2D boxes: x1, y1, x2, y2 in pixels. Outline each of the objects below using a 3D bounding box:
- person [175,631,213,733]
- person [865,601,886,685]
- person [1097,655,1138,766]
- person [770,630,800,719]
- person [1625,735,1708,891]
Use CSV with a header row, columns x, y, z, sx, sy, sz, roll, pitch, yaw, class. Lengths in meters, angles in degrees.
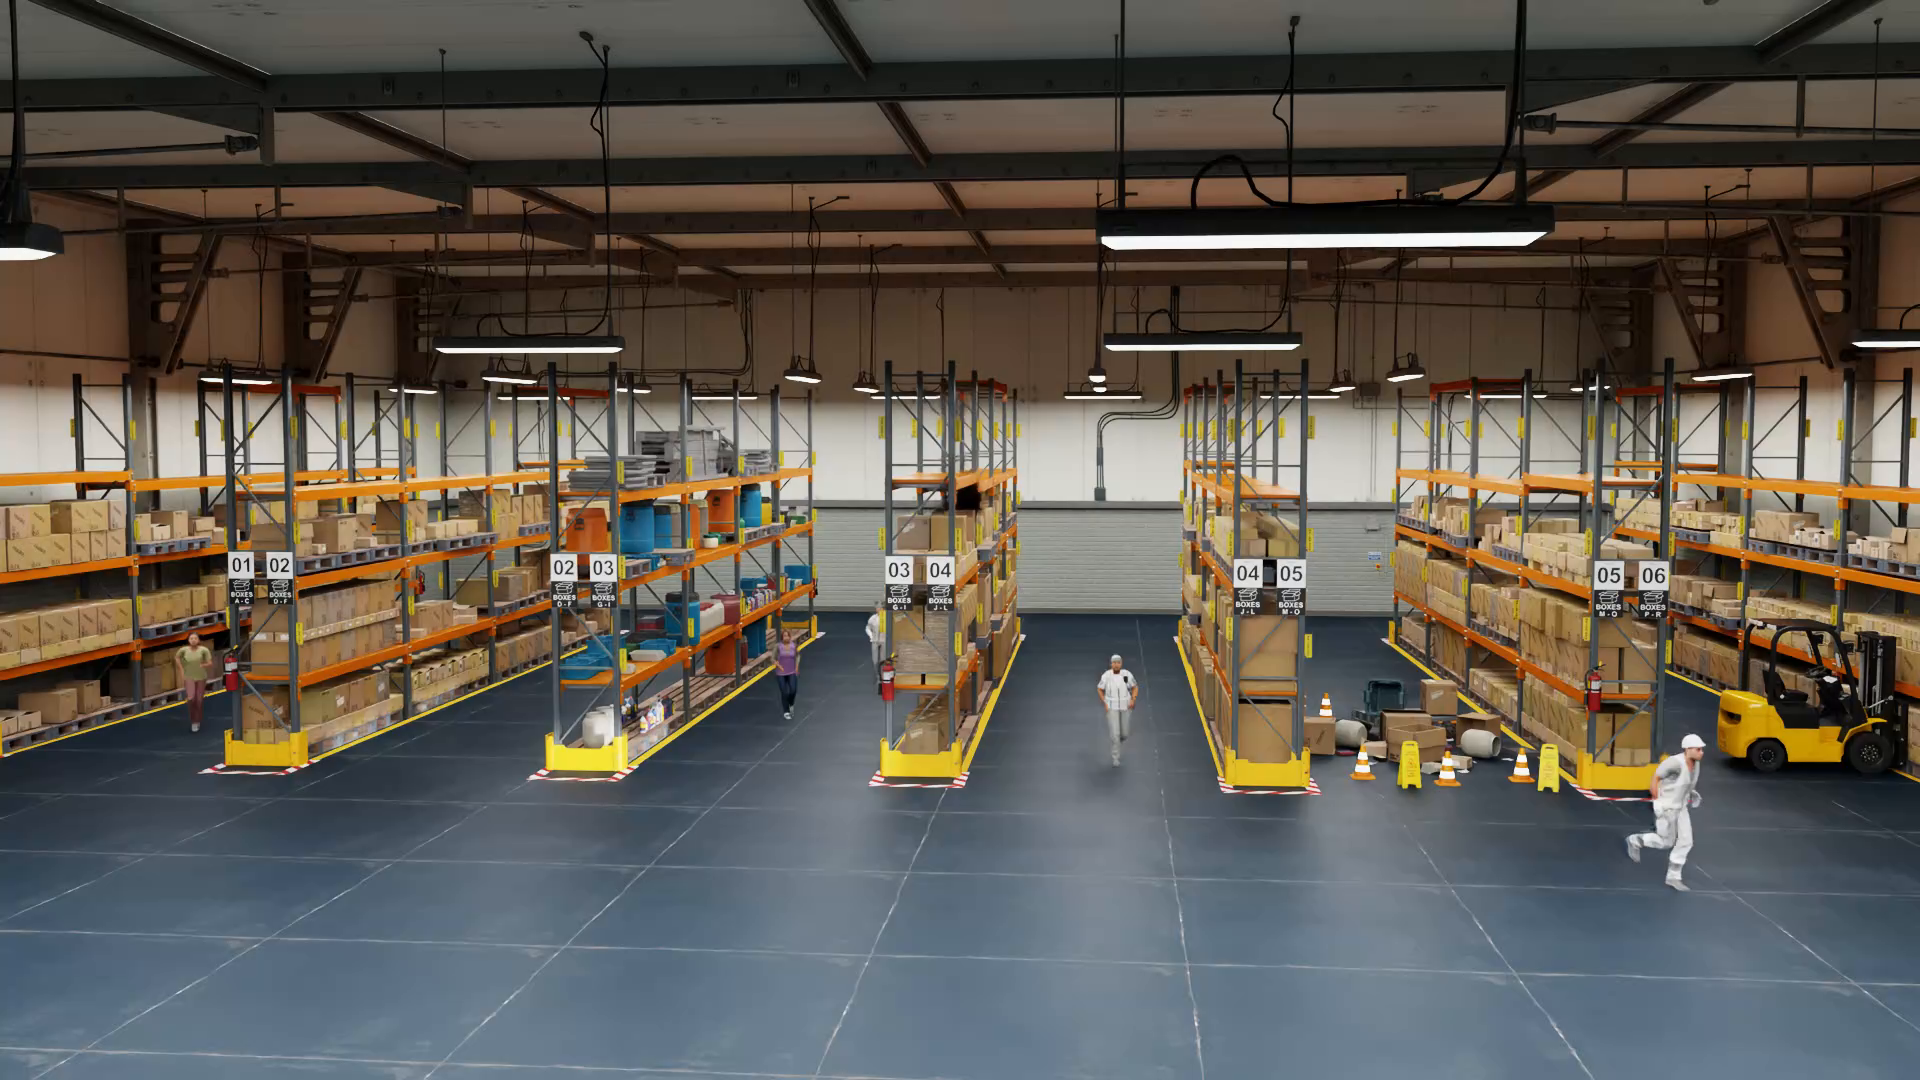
x,y,z,sx,sy,sz,roll,pitch,yaw,class
-12.763,2.361,27.719,0.578,1.695,0.742,-2,4,-24,person
-1.577,2.022,32.924,0.616,1.660,0.554,1,4,8,person
2.378,2.547,25.124,0.611,1.669,0.658,0,4,-1,person
-3.002,2.328,28.747,0.538,1.562,0.523,-1,4,-14,person
7.809,2.959,18.378,0.659,1.723,0.920,-3,5,-37,person
